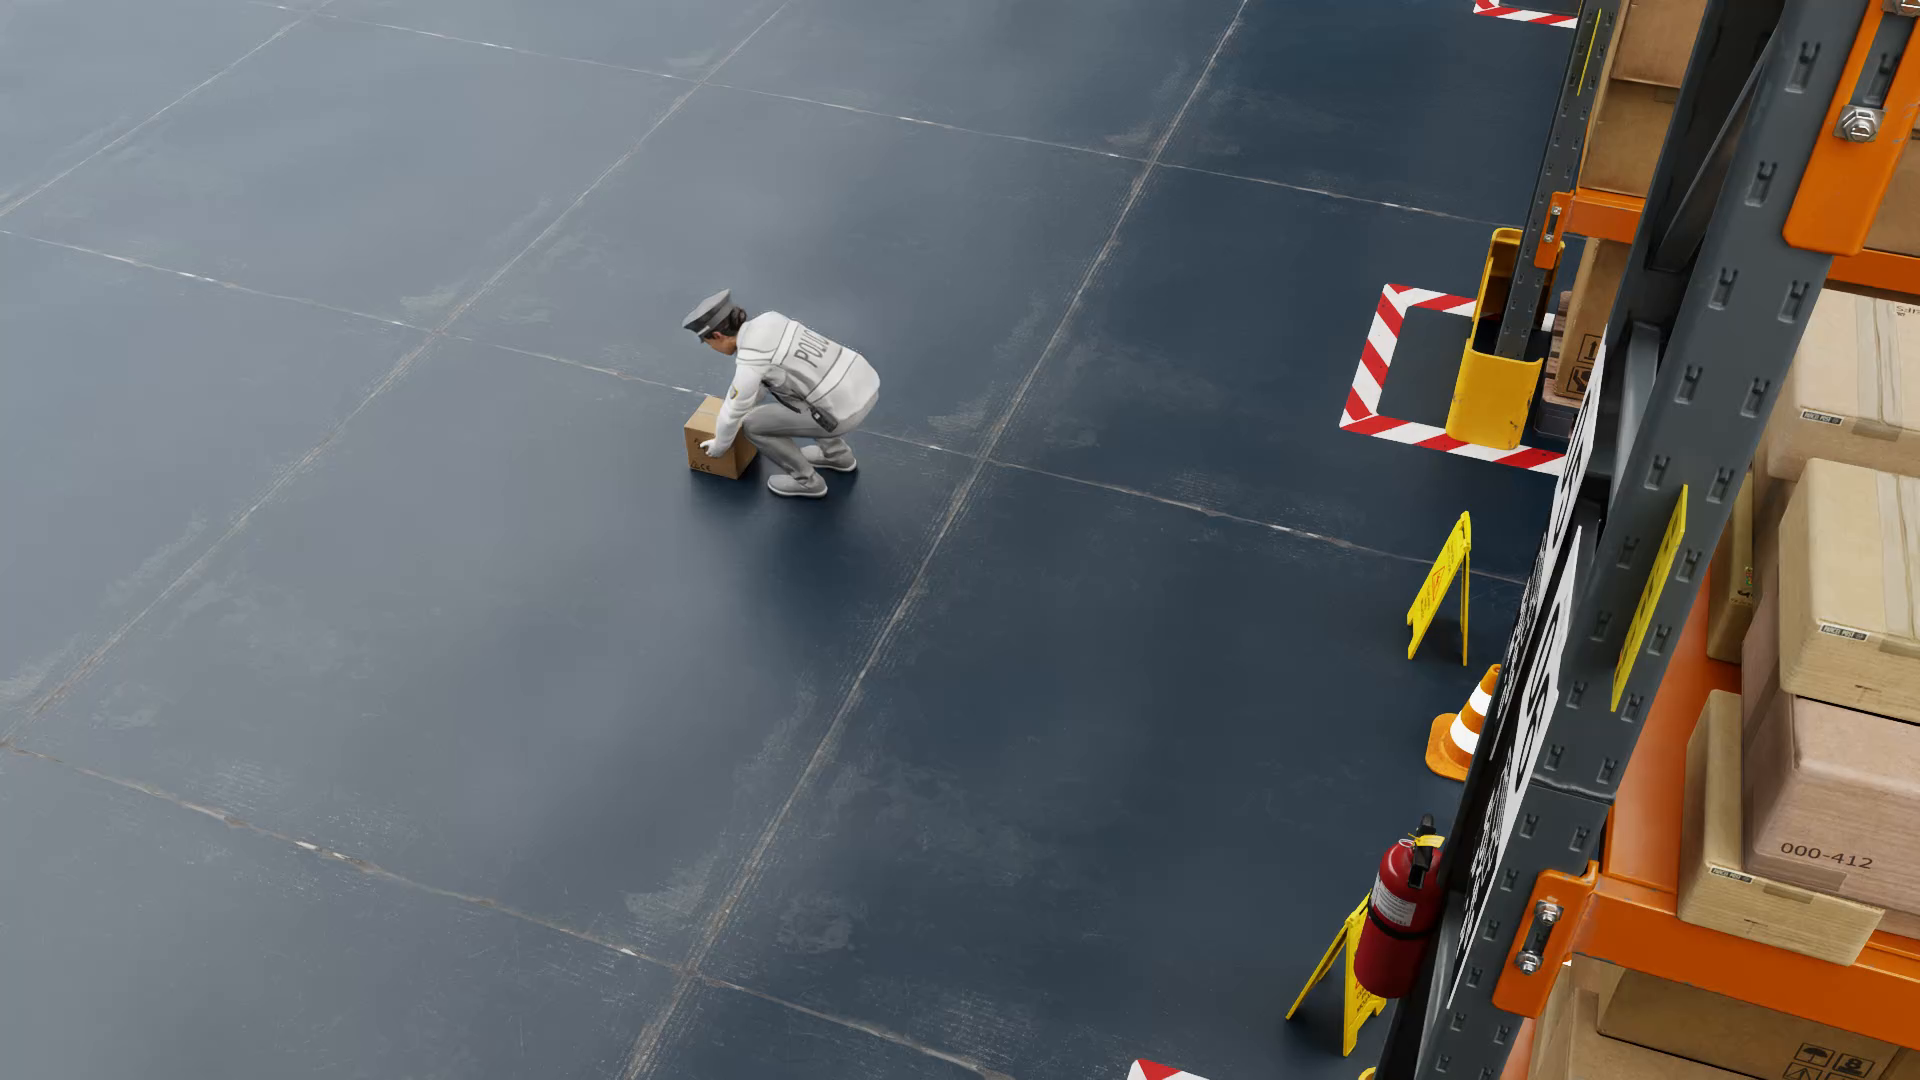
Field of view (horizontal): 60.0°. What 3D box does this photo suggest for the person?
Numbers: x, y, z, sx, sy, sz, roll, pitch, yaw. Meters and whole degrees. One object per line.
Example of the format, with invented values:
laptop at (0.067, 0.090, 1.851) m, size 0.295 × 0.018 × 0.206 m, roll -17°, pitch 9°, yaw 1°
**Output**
person at (-0.792, -0.650, 7.420) m, size 0.847 × 0.962 × 0.495 m, roll 14°, pitch 44°, yaw 15°
